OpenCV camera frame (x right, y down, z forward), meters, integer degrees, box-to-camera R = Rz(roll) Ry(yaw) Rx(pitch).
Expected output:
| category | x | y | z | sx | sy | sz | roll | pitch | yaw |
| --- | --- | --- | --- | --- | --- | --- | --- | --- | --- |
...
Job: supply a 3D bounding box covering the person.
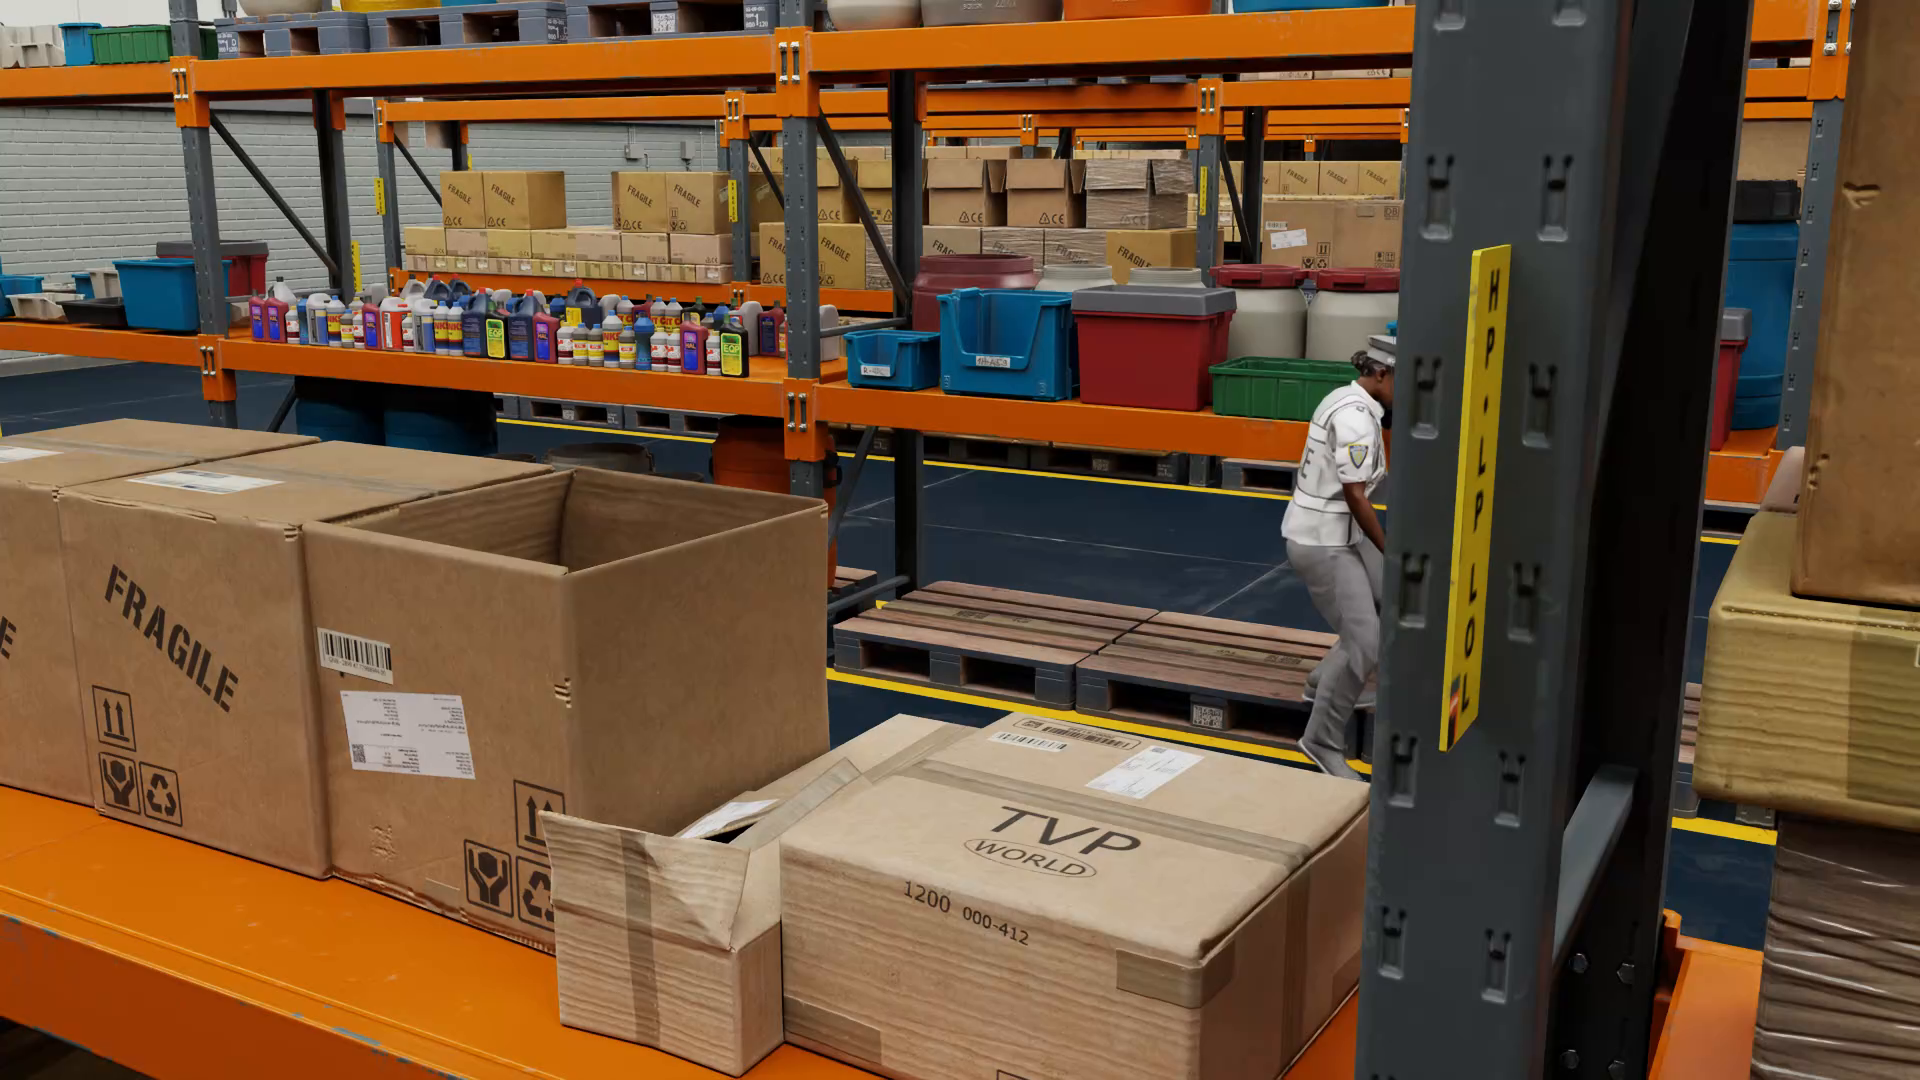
| category | x | y | z | sx | sy | sz | roll | pitch | yaw |
| --- | --- | --- | --- | --- | --- | --- | --- | --- | --- |
| person | 1.462 | 0.072 | 6.223 | 0.524 | 1.678 | 0.479 | 2 | 13 | 11 |
